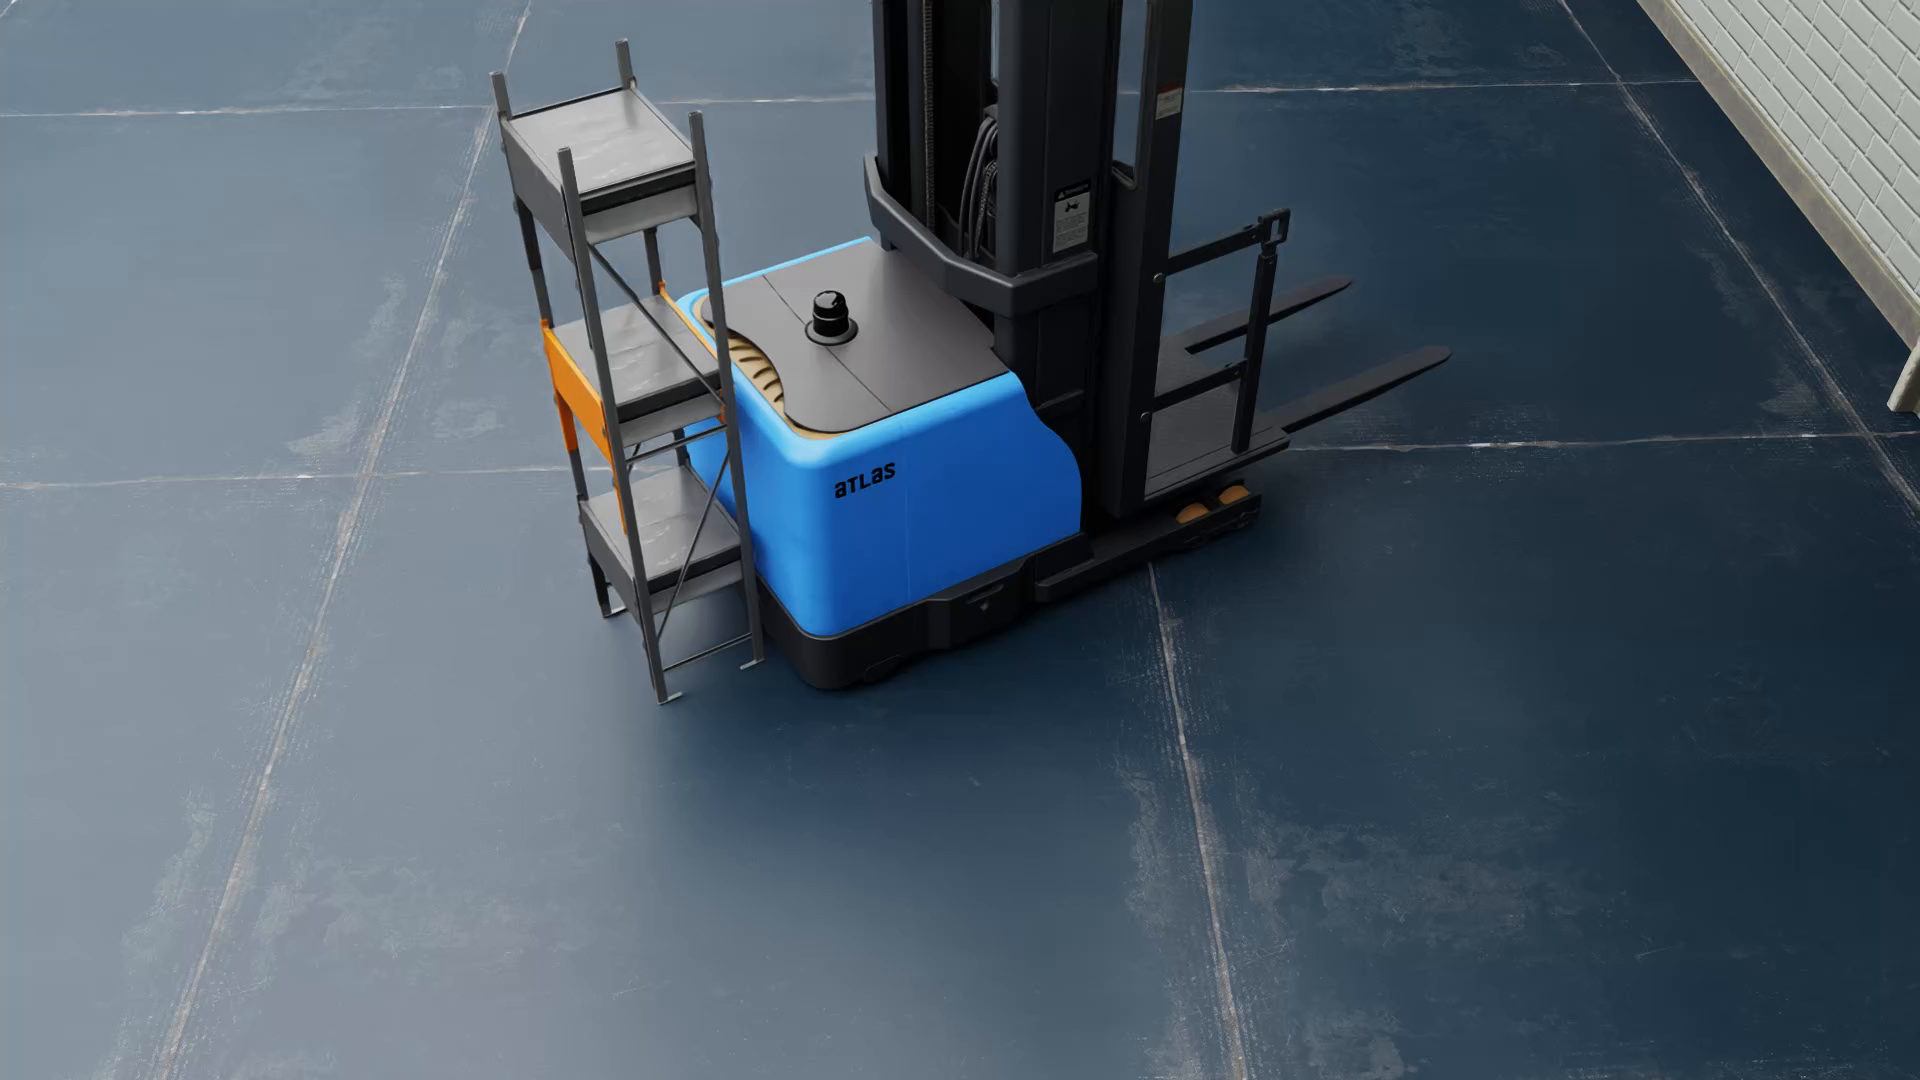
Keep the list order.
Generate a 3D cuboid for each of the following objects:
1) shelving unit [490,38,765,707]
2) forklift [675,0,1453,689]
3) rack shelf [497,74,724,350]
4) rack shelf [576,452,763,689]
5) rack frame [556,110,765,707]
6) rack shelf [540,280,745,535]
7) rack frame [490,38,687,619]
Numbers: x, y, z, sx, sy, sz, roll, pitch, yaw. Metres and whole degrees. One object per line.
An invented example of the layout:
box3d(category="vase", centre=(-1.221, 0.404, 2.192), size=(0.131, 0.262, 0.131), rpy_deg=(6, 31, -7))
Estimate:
box3d(category="shelving unit", centre=(-0.980, -0.425, 5.160), size=(0.431, 2.100, 0.503), rpy_deg=(-23, 47, -23))
box3d(category="forklift", centre=(0.538, -1.335, 5.537), size=(3.031, 2.935, 1.130), rpy_deg=(-23, 47, -23))
box3d(category="rack shelf", centre=(-0.980, -0.931, 4.696), size=(0.431, 0.518, 0.480), rpy_deg=(-23, 47, -23))
box3d(category="rack shelf", centre=(-0.980, 0.101, 5.642), size=(0.431, 0.518, 0.480), rpy_deg=(-23, 47, -23))
box3d(category="rack frame", centre=(-0.853, -0.285, 5.006), size=(0.400, 2.100, 0.015), rpy_deg=(-23, 47, -23))
box3d(category="rack shelf", centre=(-0.980, -0.415, 5.169), size=(0.431, 0.518, 0.480), rpy_deg=(-23, 47, -23))
box3d(category="rack frame", centre=(-1.108, -0.566, 5.313), size=(0.400, 2.100, 0.015), rpy_deg=(-23, 47, -23))
